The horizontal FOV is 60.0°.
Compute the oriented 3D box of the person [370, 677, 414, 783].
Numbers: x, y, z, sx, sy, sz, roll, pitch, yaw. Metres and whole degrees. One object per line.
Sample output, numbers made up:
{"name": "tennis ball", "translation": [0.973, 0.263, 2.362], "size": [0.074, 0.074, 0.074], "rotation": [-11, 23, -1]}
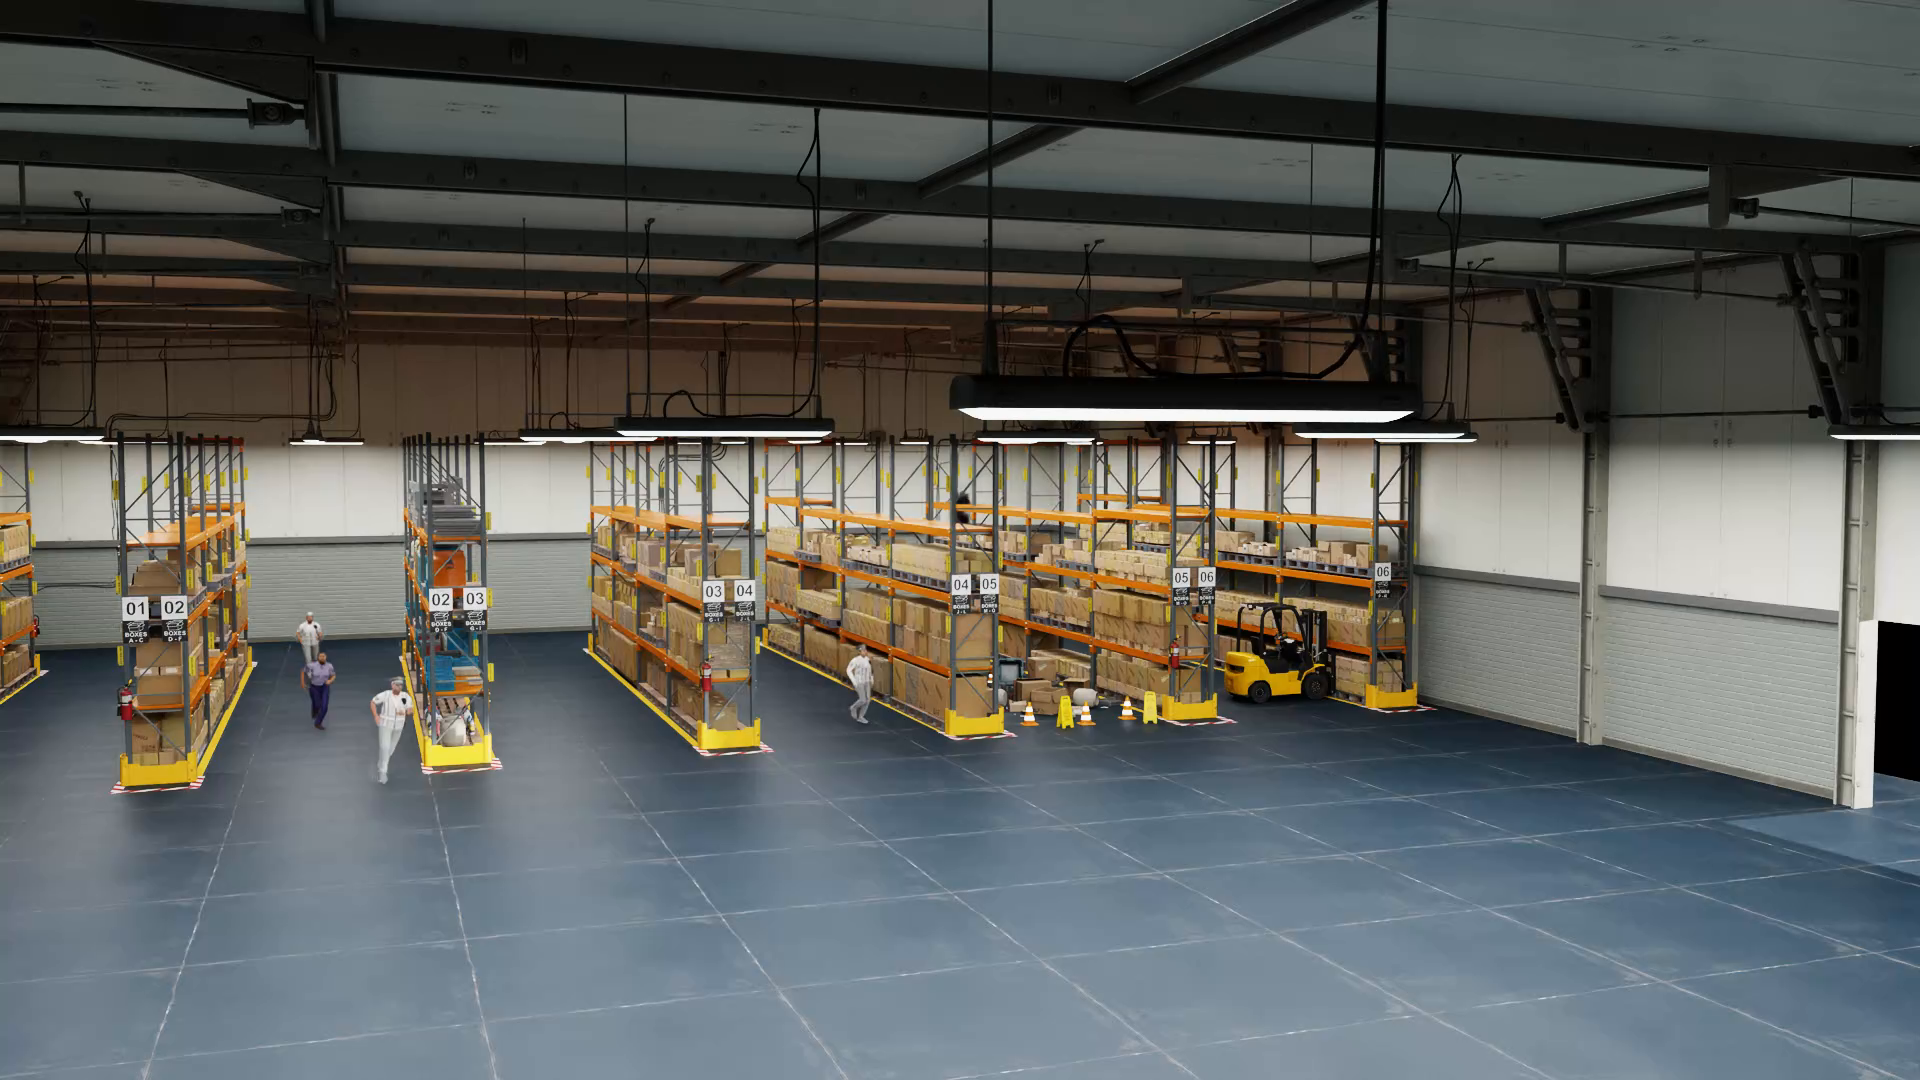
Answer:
{"name": "person", "translation": [-9.855, 3.251, 28.906], "size": [0.701, 1.774, 0.918], "rotation": [-2, 4, -36]}

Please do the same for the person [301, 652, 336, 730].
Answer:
{"name": "person", "translation": [-13.028, 3.066, 33.823], "size": [0.645, 1.600, 0.624], "rotation": [-2, 4, -33]}

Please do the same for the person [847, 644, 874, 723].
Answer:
{"name": "person", "translation": [-2.067, 2.982, 34.640], "size": [0.604, 1.657, 0.503], "rotation": [-3, 4, -39]}

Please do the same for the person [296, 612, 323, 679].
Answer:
{"name": "person", "translation": [-16.202, 2.613, 41.439], "size": [0.617, 1.626, 0.748], "rotation": [-2, 4, -30]}
